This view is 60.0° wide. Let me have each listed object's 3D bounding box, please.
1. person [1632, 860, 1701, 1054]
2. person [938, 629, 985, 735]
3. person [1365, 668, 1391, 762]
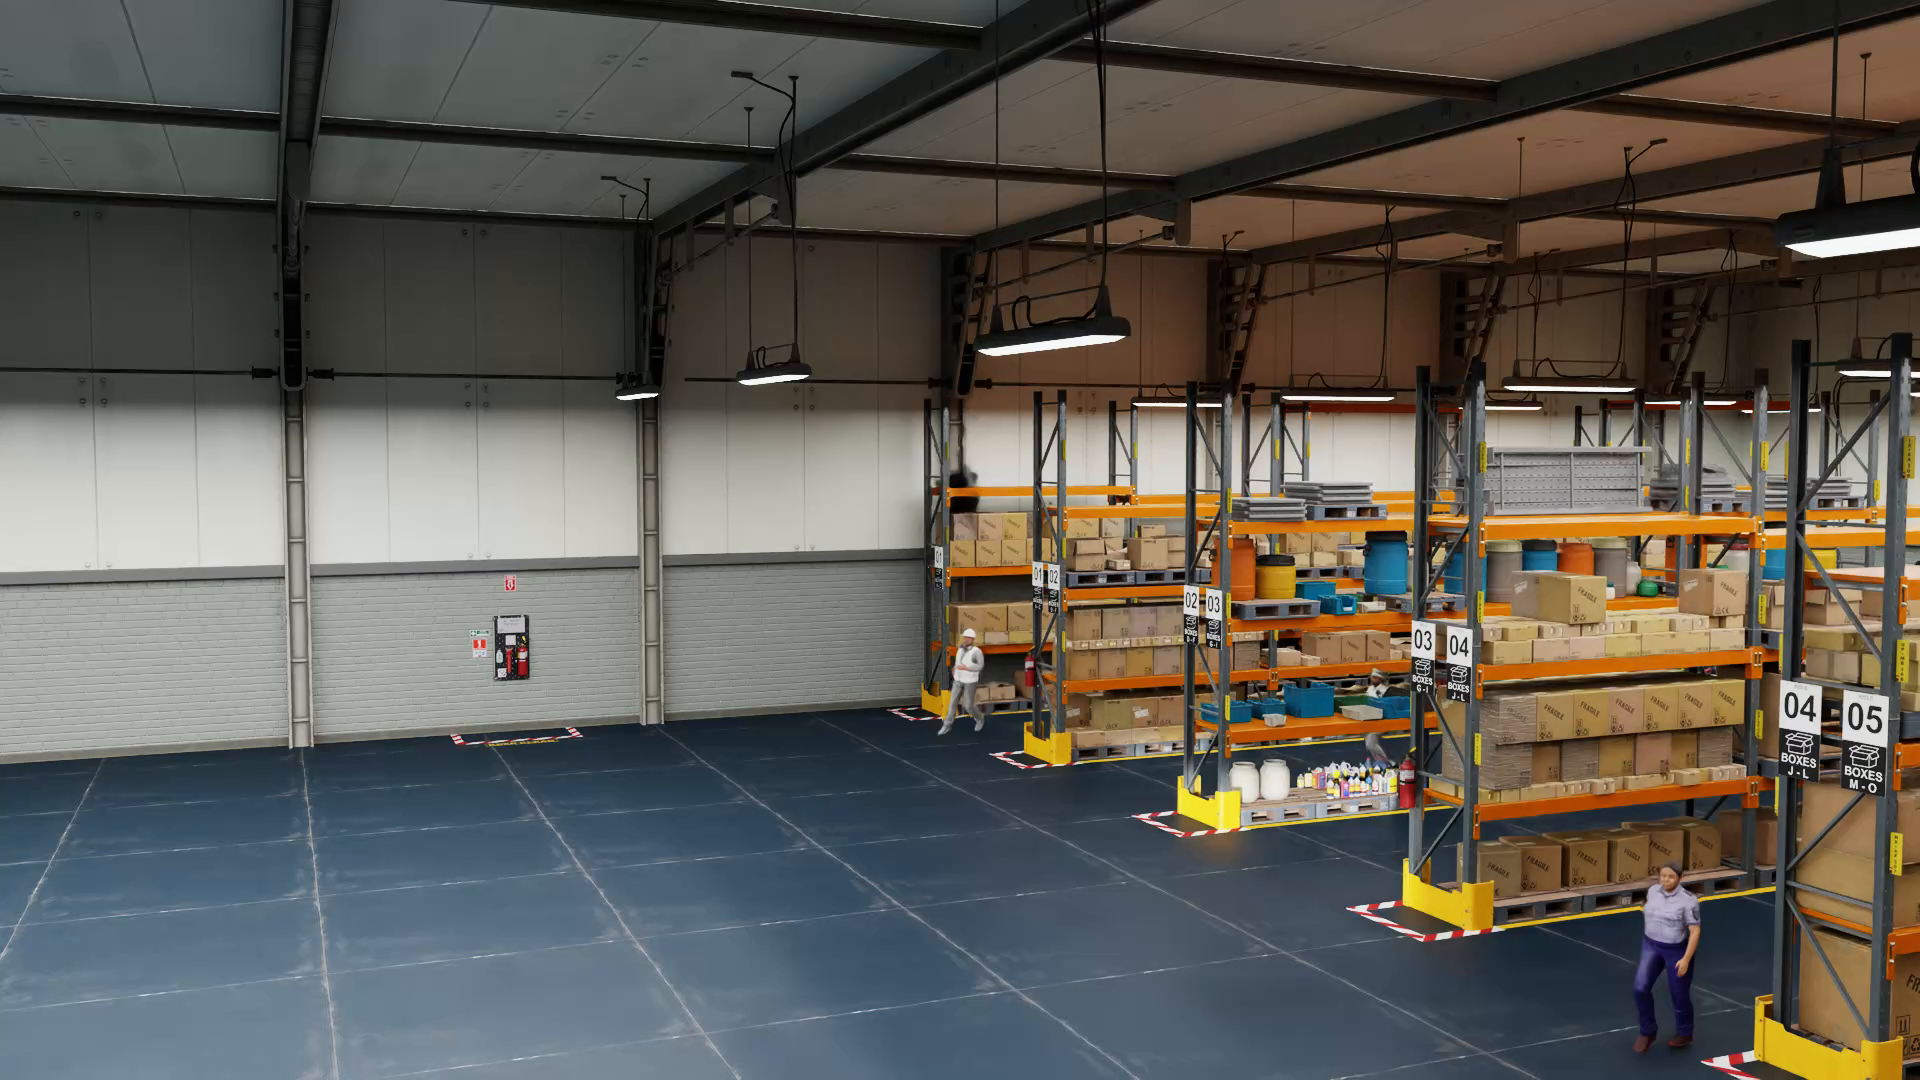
[{"bbox_3d":[6.026,3.531,14.146,0.599,1.666,0.552,-3,5,-45],"label":"person"},{"bbox_3d":[0.107,2.378,27.961,0.678,1.777,0.851,3,4,39],"label":"person"},{"bbox_3d":[6.393,2.814,25.608,0.629,1.682,0.577,-2,4,-26],"label":"person"}]
